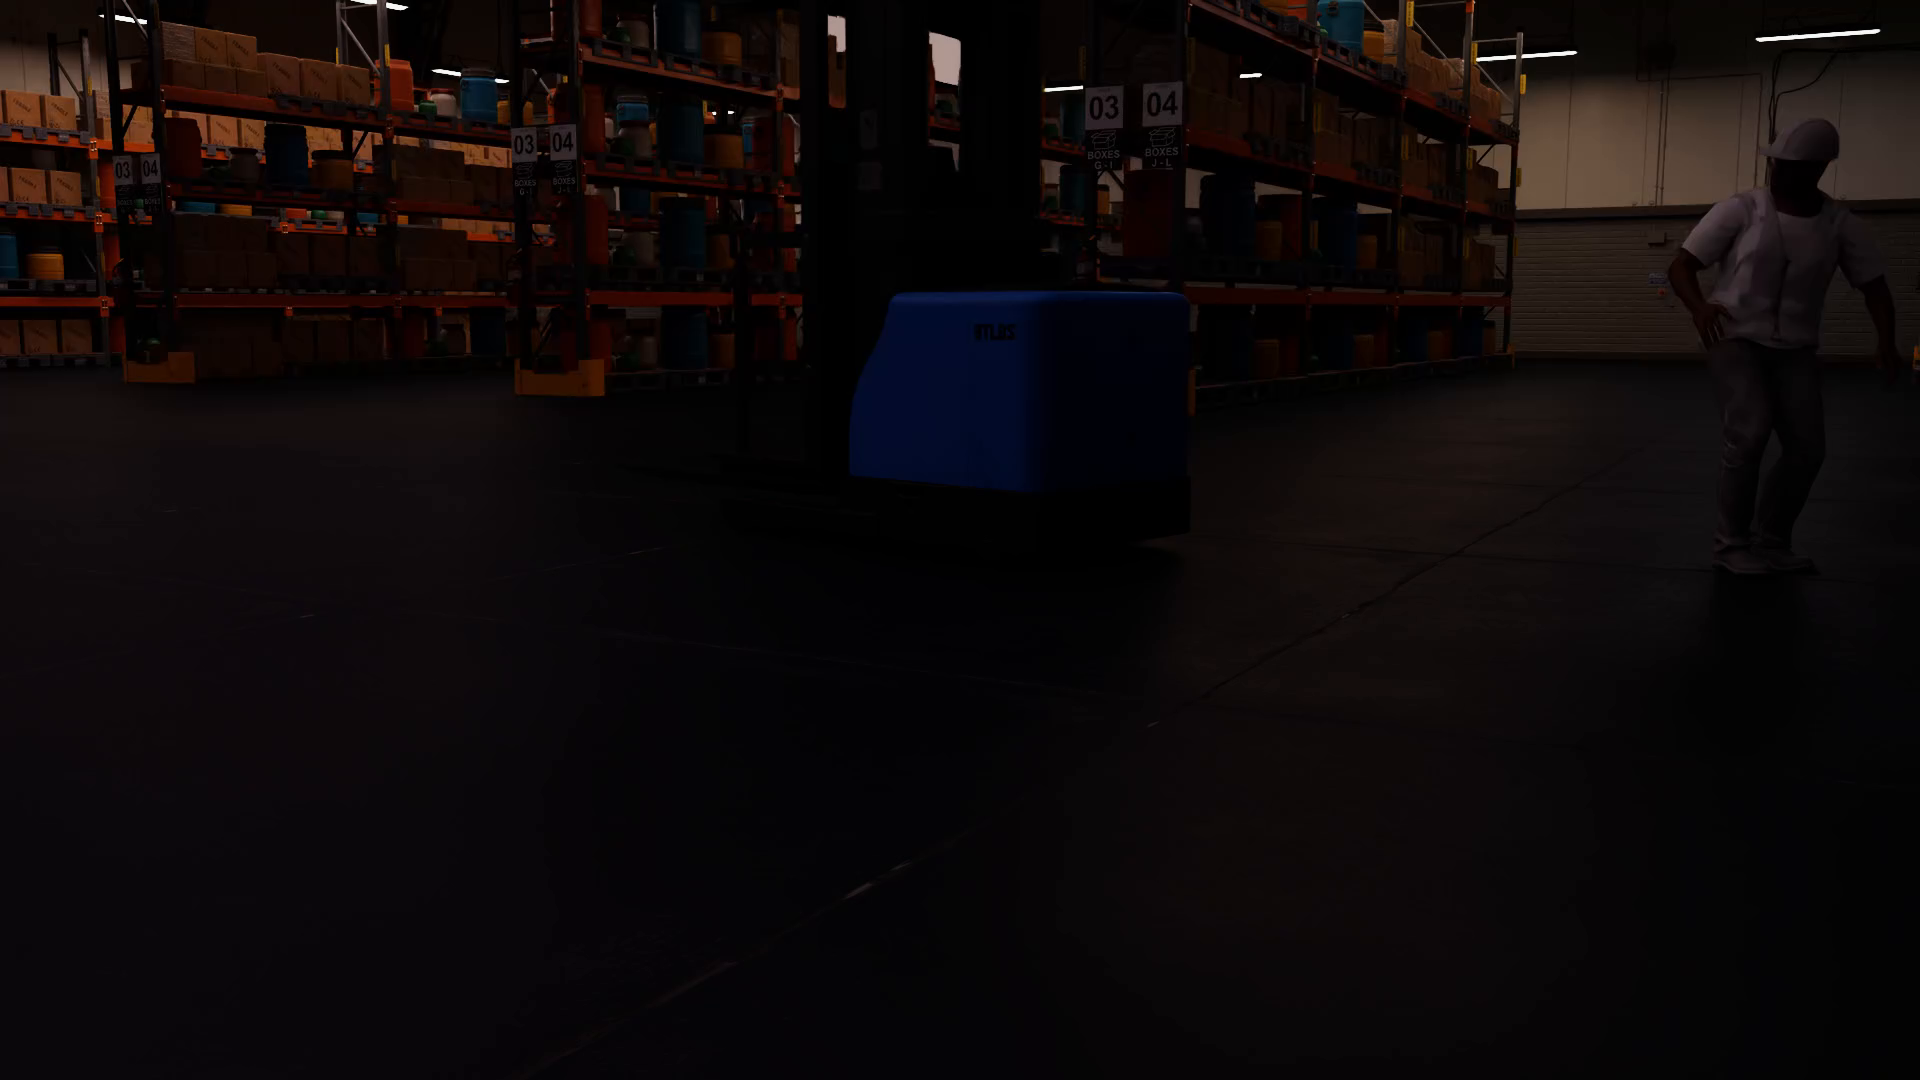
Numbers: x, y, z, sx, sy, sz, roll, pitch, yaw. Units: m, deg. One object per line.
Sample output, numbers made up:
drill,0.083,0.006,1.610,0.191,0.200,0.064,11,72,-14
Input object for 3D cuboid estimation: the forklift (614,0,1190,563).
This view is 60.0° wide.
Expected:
forklift,-0.443,-1.509,7.529,3.031,2.935,1.130,7,11,43

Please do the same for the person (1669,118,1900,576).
person,3.148,-0.727,6.345,0.791,1.718,0.516,0,8,2
